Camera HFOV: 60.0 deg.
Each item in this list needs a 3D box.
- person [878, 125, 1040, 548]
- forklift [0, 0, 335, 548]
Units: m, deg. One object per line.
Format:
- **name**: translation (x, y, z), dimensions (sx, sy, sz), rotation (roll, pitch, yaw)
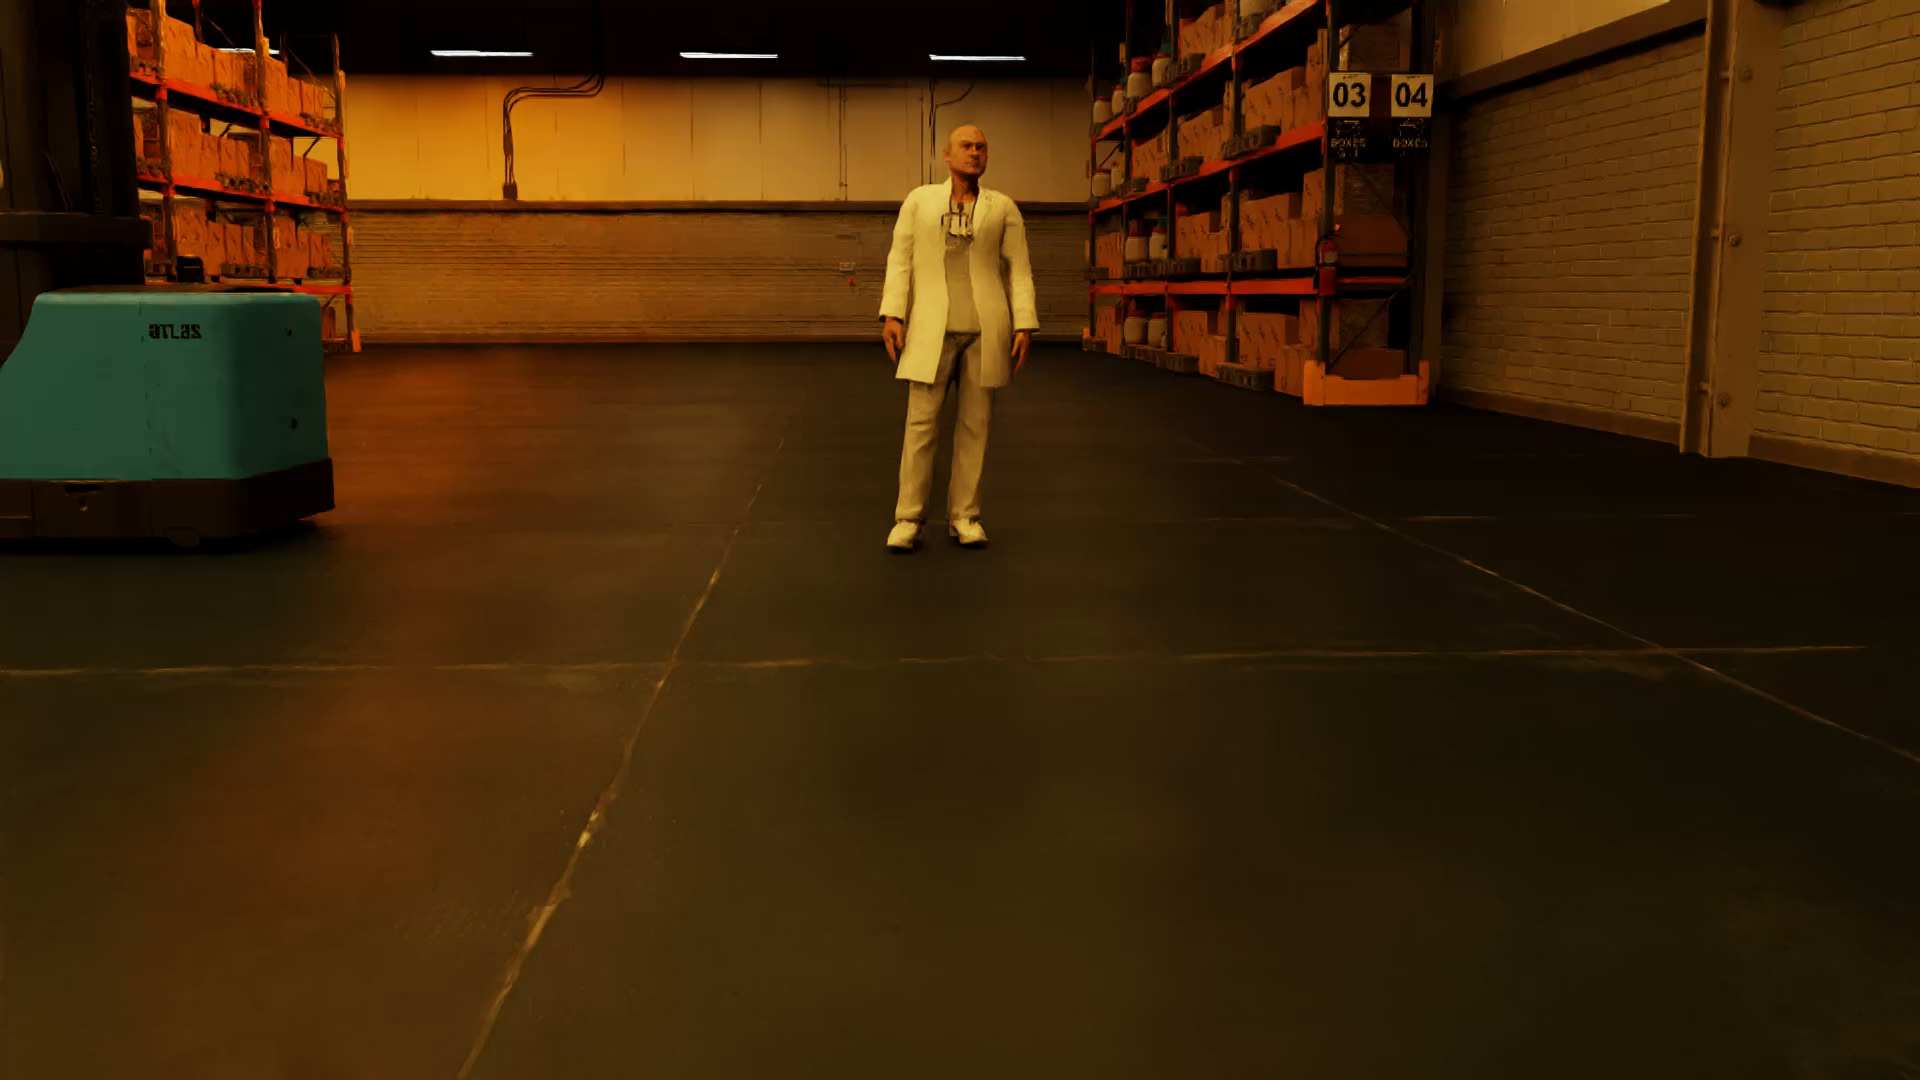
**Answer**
- **person**: translation (0.001, -0.873, 7.088), dimensions (0.694, 1.776, 0.579), rotation (-1, 8, -4)
- **forklift**: translation (-4.467, -1.469, 7.222), dimensions (3.031, 2.935, 1.130), rotation (0, 8, 1)
